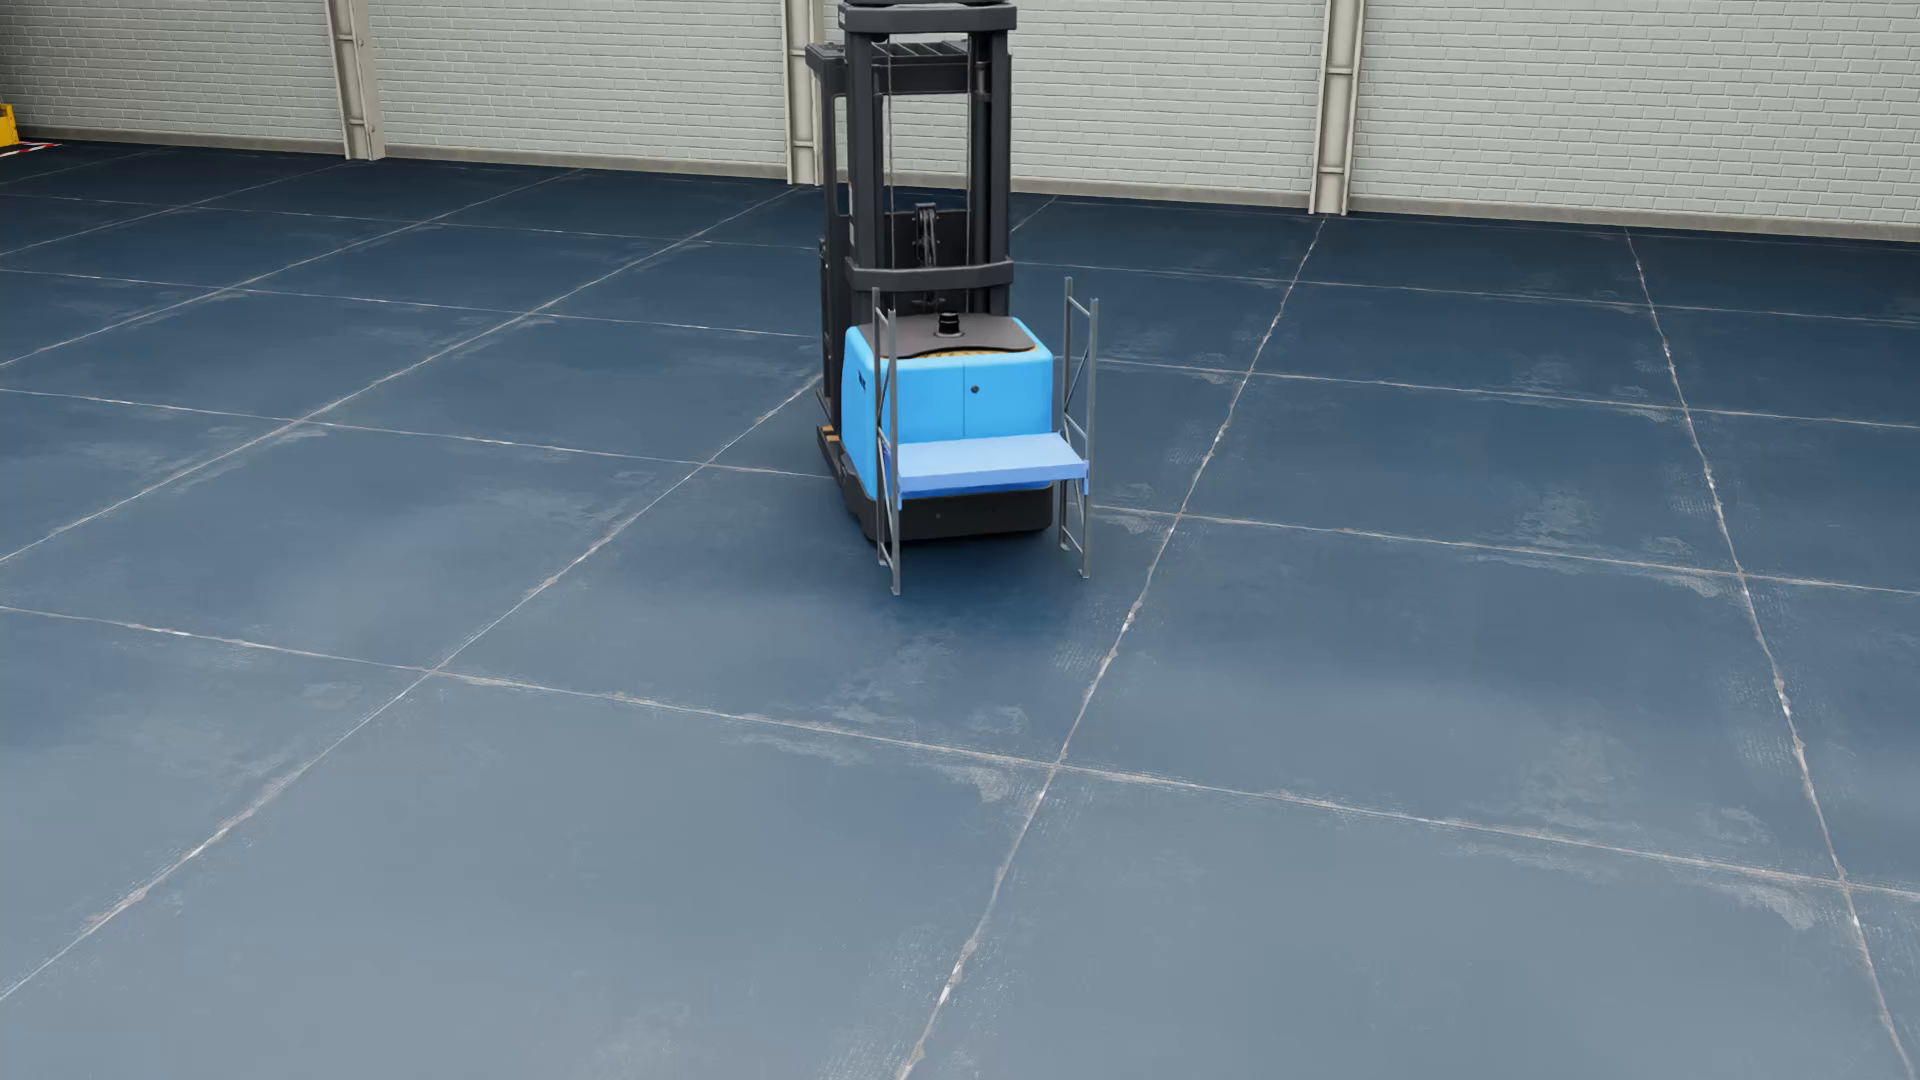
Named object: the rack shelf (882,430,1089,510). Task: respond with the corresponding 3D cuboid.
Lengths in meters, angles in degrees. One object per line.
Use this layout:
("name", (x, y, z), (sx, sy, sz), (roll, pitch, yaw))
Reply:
("rack shelf", (0.118, -0.373, 8.677), (1.000, 0.185, 0.538), (-5, 23, -12))

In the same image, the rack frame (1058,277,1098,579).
("rack frame", (0.614, -0.582, 8.712), (0.032, 1.500, 0.500), (-5, 23, -12))

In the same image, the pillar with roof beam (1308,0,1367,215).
("pillar with roof beam", (2.719, -6.130, 12.358), (0.400, 9.000, 9.100), (7, 23, 16))

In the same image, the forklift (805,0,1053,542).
("forklift", (-0.300, -1.874, 9.976), (1.130, 2.935, 3.031), (-5, 23, -11))

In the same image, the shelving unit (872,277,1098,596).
("shelving unit", (0.118, -0.539, 8.609), (1.048, 1.500, 0.538), (-5, 23, -12))

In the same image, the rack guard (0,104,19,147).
("rack guard", (-12.841, -5.329, 21.603), (0.348, 0.500, 1.175), (7, 23, 16))

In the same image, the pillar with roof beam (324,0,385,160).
("pillar with roof beam", (-8.770, -7.446, 15.565), (0.400, 9.000, 9.100), (7, 23, 16))

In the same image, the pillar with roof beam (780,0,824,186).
("pillar with roof beam", (-3.026, -6.788, 13.961), (0.400, 9.000, 9.100), (7, 23, 16))

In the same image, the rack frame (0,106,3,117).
("rack frame", (-12.864, -6.488, 21.135), (0.127, 3.000, 1.000), (7, 23, 16))

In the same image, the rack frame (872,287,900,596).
("rack frame", (-0.378, -0.497, 8.506), (0.032, 1.500, 0.500), (-5, 23, -12))
